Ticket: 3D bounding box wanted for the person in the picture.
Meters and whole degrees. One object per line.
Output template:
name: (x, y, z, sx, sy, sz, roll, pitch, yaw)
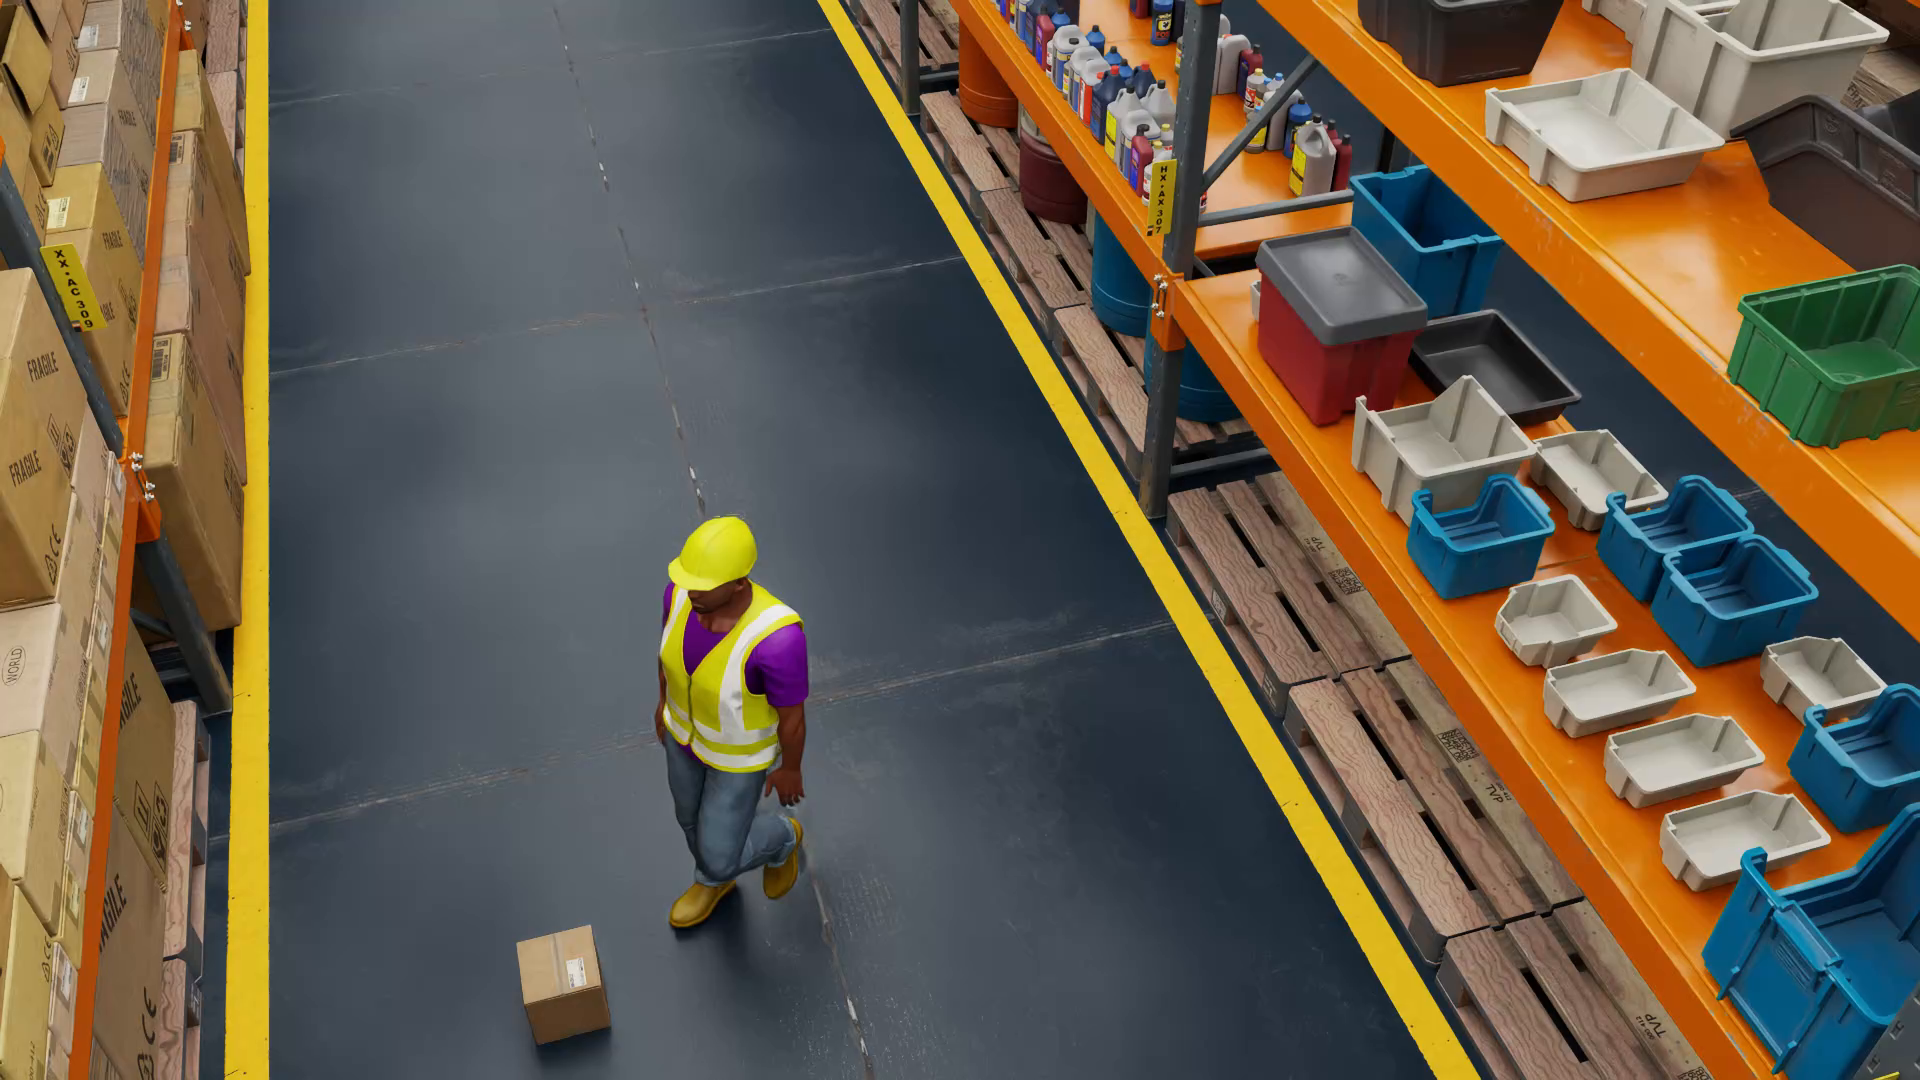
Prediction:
person: (-0.784, 0.624, 5.378, 0.604, 1.688, 0.468, 28, 49, 28)
